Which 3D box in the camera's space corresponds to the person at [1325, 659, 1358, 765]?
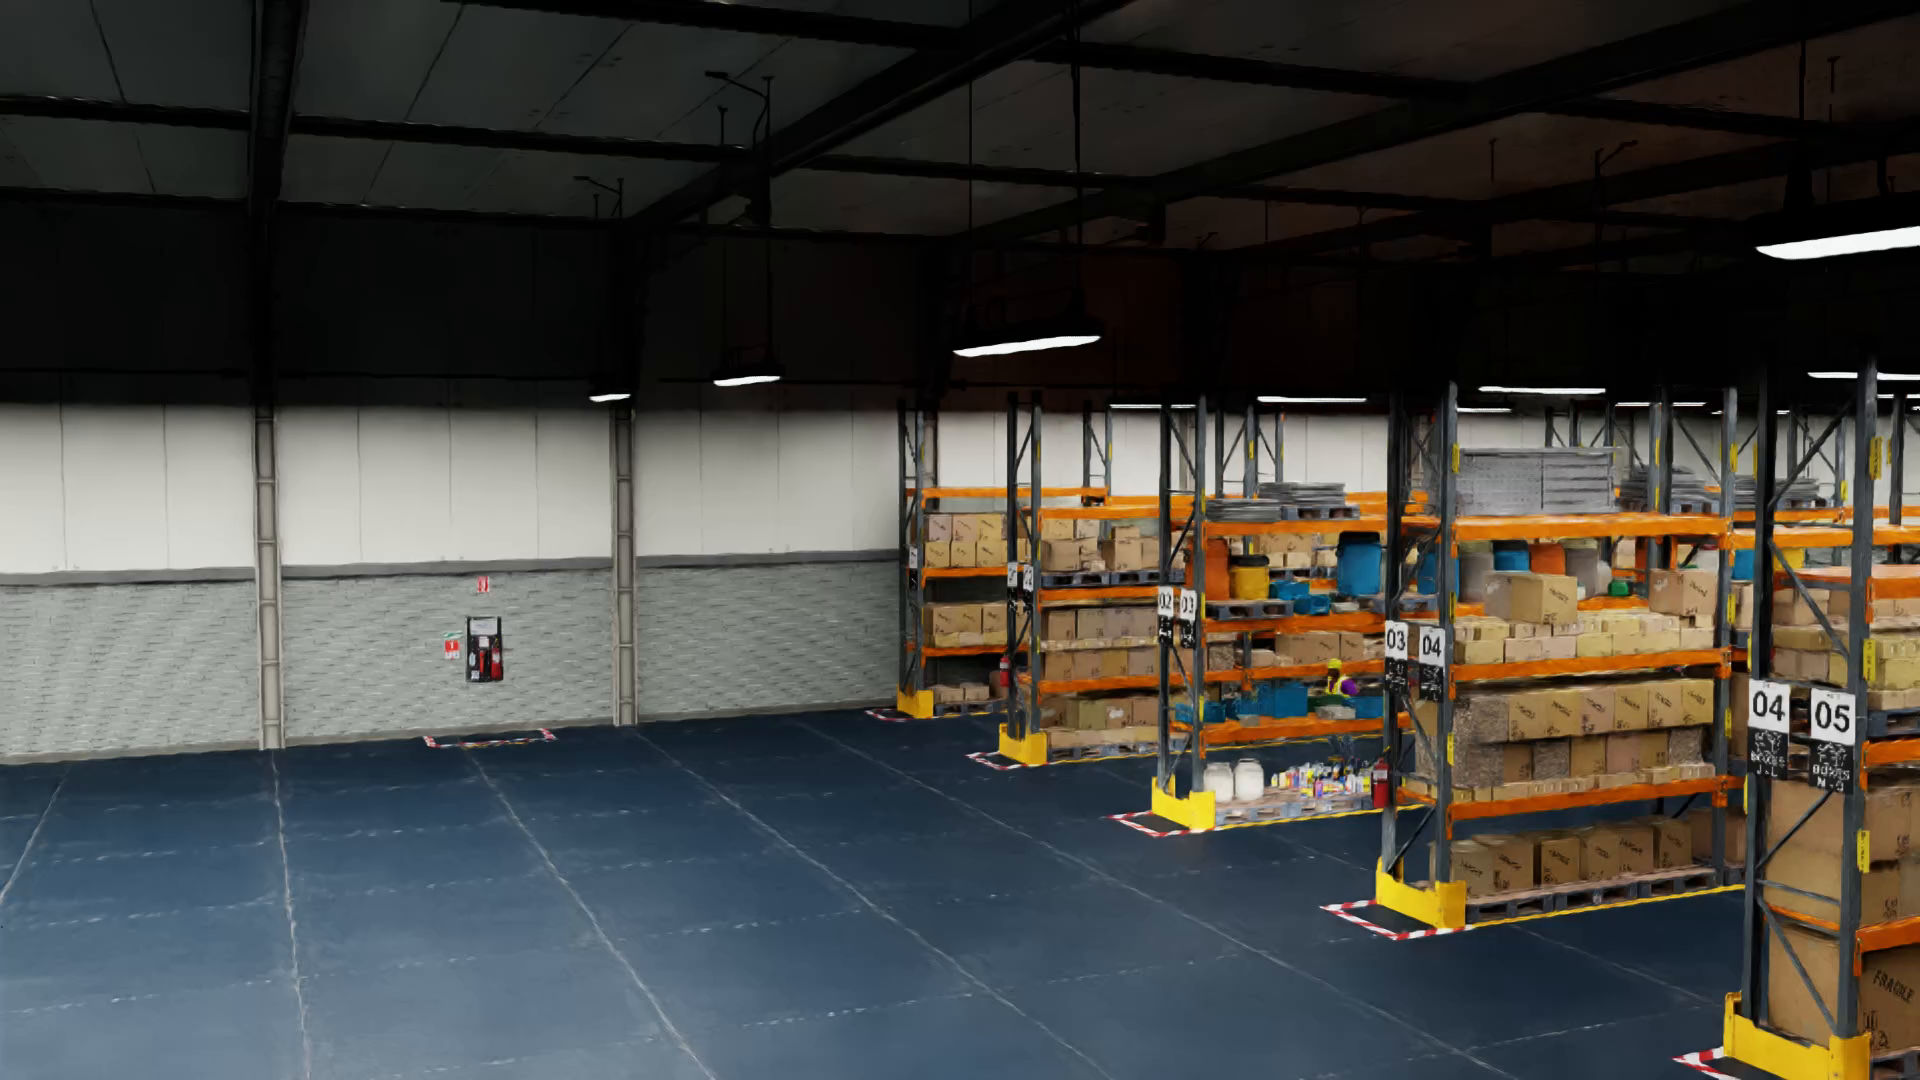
[{"bbox_3d":[6.085,2.739,26.644,0.578,1.682,0.719,-2,4,-26],"label":"person"}]
